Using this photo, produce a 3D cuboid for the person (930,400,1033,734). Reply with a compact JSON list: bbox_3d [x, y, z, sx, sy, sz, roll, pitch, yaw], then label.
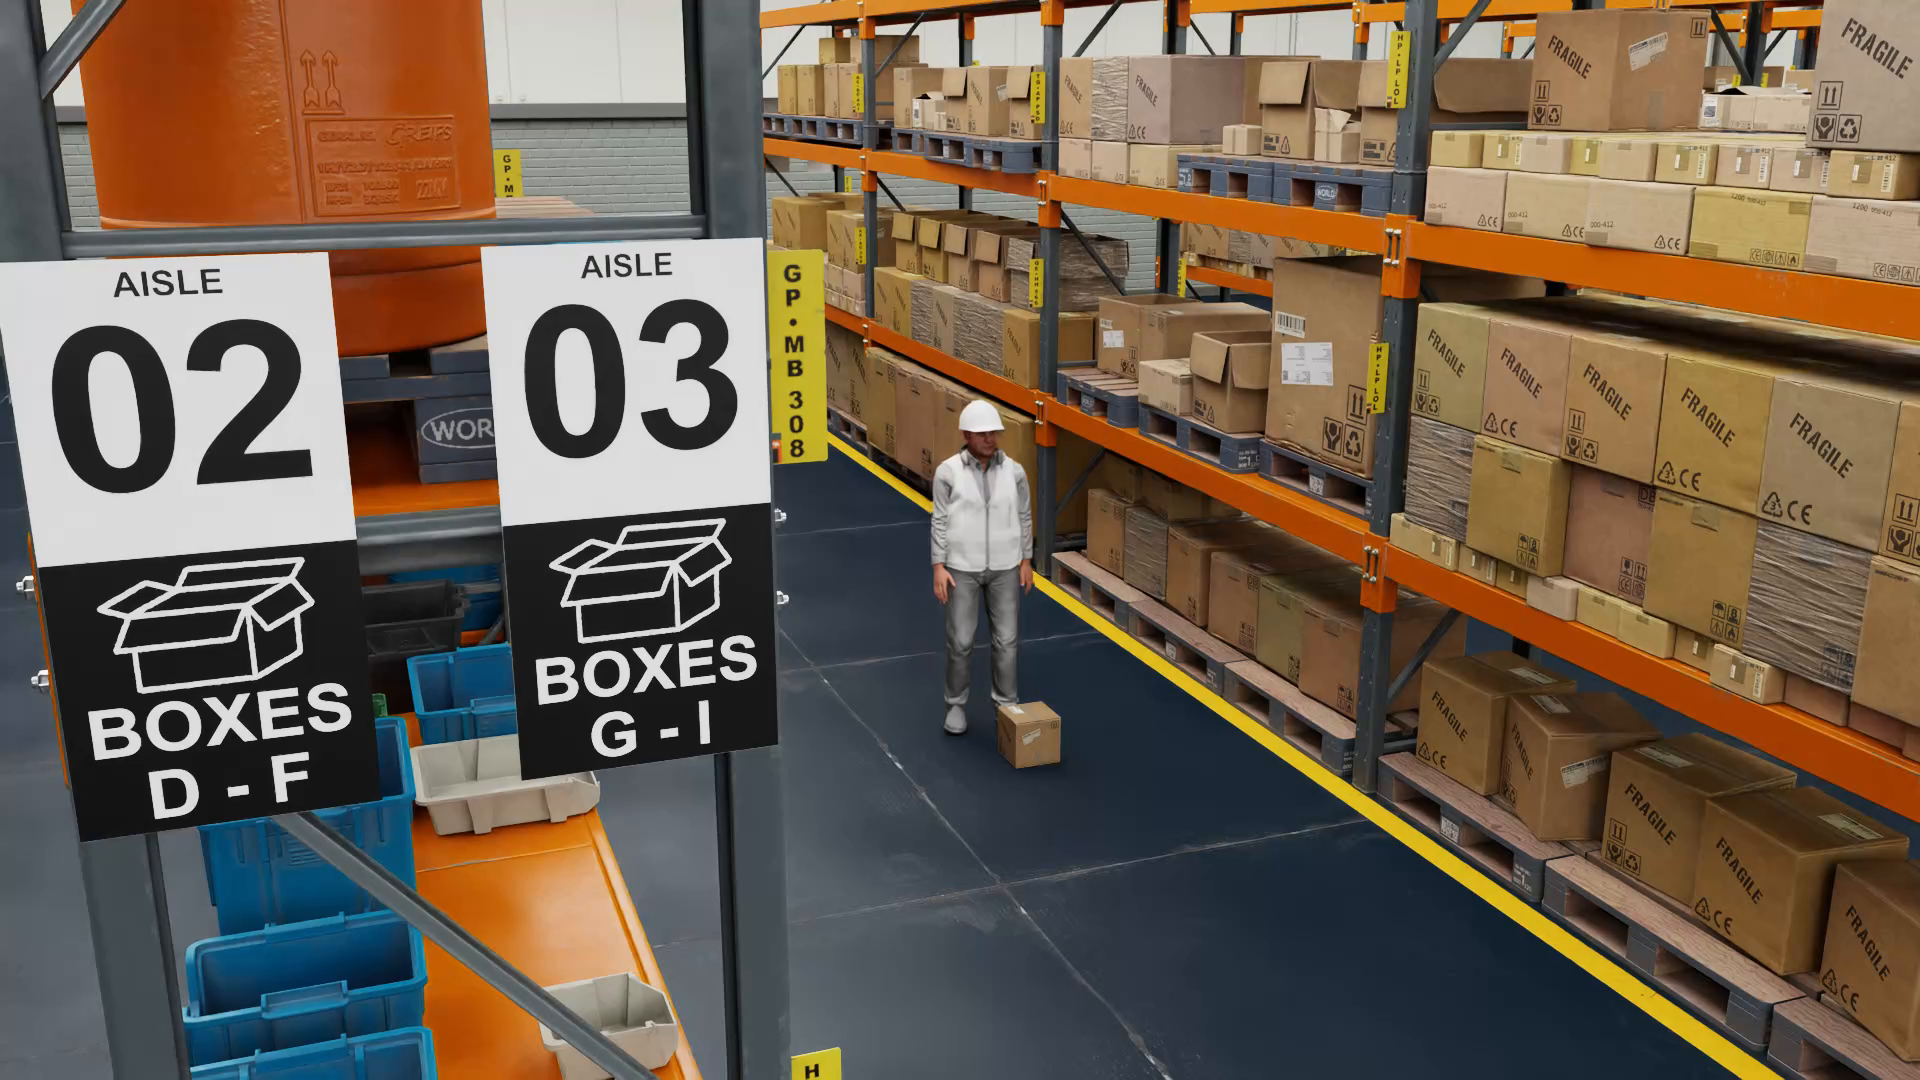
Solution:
[{"bbox_3d":[0.131,0.152,8.866,0.579,1.781,0.472,-3,16,-12],"label":"person"}]
